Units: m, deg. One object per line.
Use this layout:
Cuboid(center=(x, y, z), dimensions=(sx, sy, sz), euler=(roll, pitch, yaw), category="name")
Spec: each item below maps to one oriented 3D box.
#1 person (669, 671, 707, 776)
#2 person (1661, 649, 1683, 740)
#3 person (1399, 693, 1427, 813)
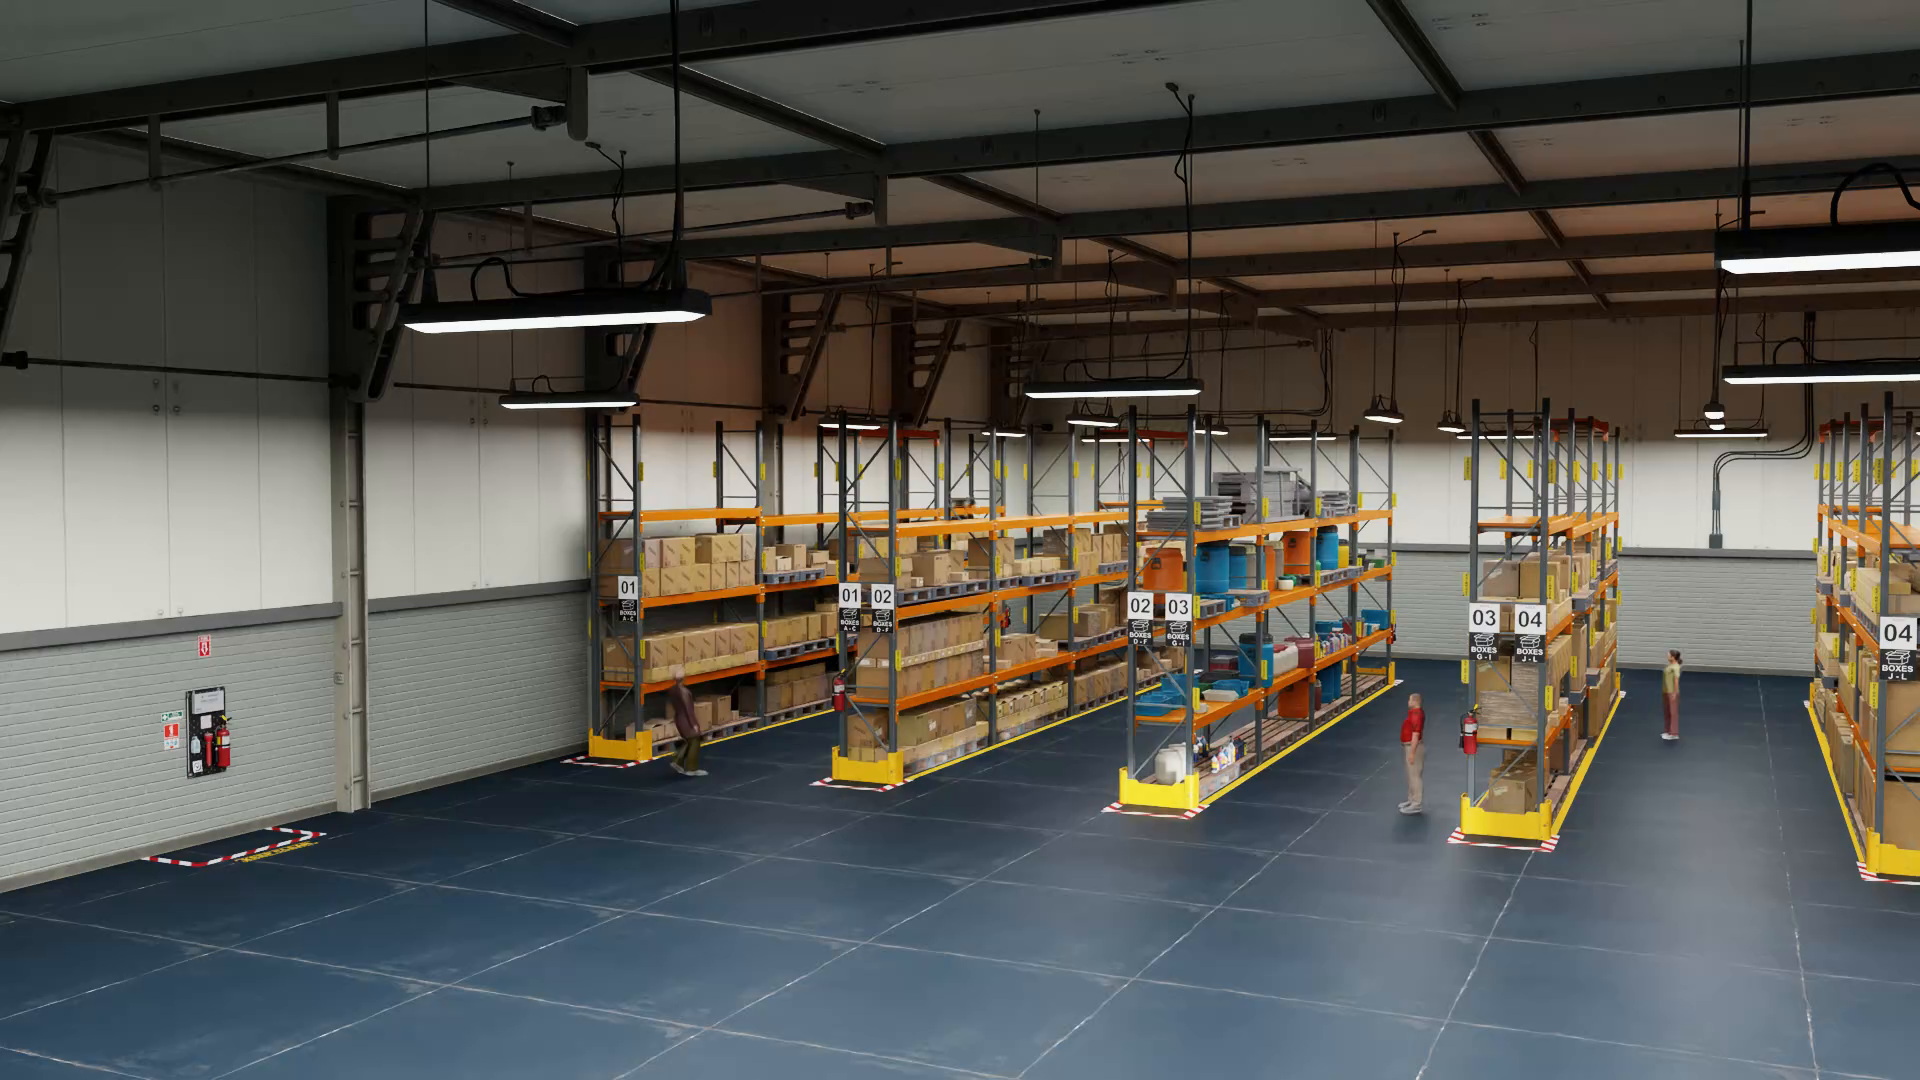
Cuboid(center=(-4.489, 3.028, 27.427), dimensions=(0.563, 1.785, 0.650), euler=(-1, 3, -28), category="person")
Cuboid(center=(13.324, 2.932, 31.224), dimensions=(0.425, 1.582, 0.481), euler=(0, 2, -6), category="person")
Cuboid(center=(6.674, 3.122, 24.500), dimensions=(0.378, 1.734, 0.574), euler=(0, 2, 12), category="person")
